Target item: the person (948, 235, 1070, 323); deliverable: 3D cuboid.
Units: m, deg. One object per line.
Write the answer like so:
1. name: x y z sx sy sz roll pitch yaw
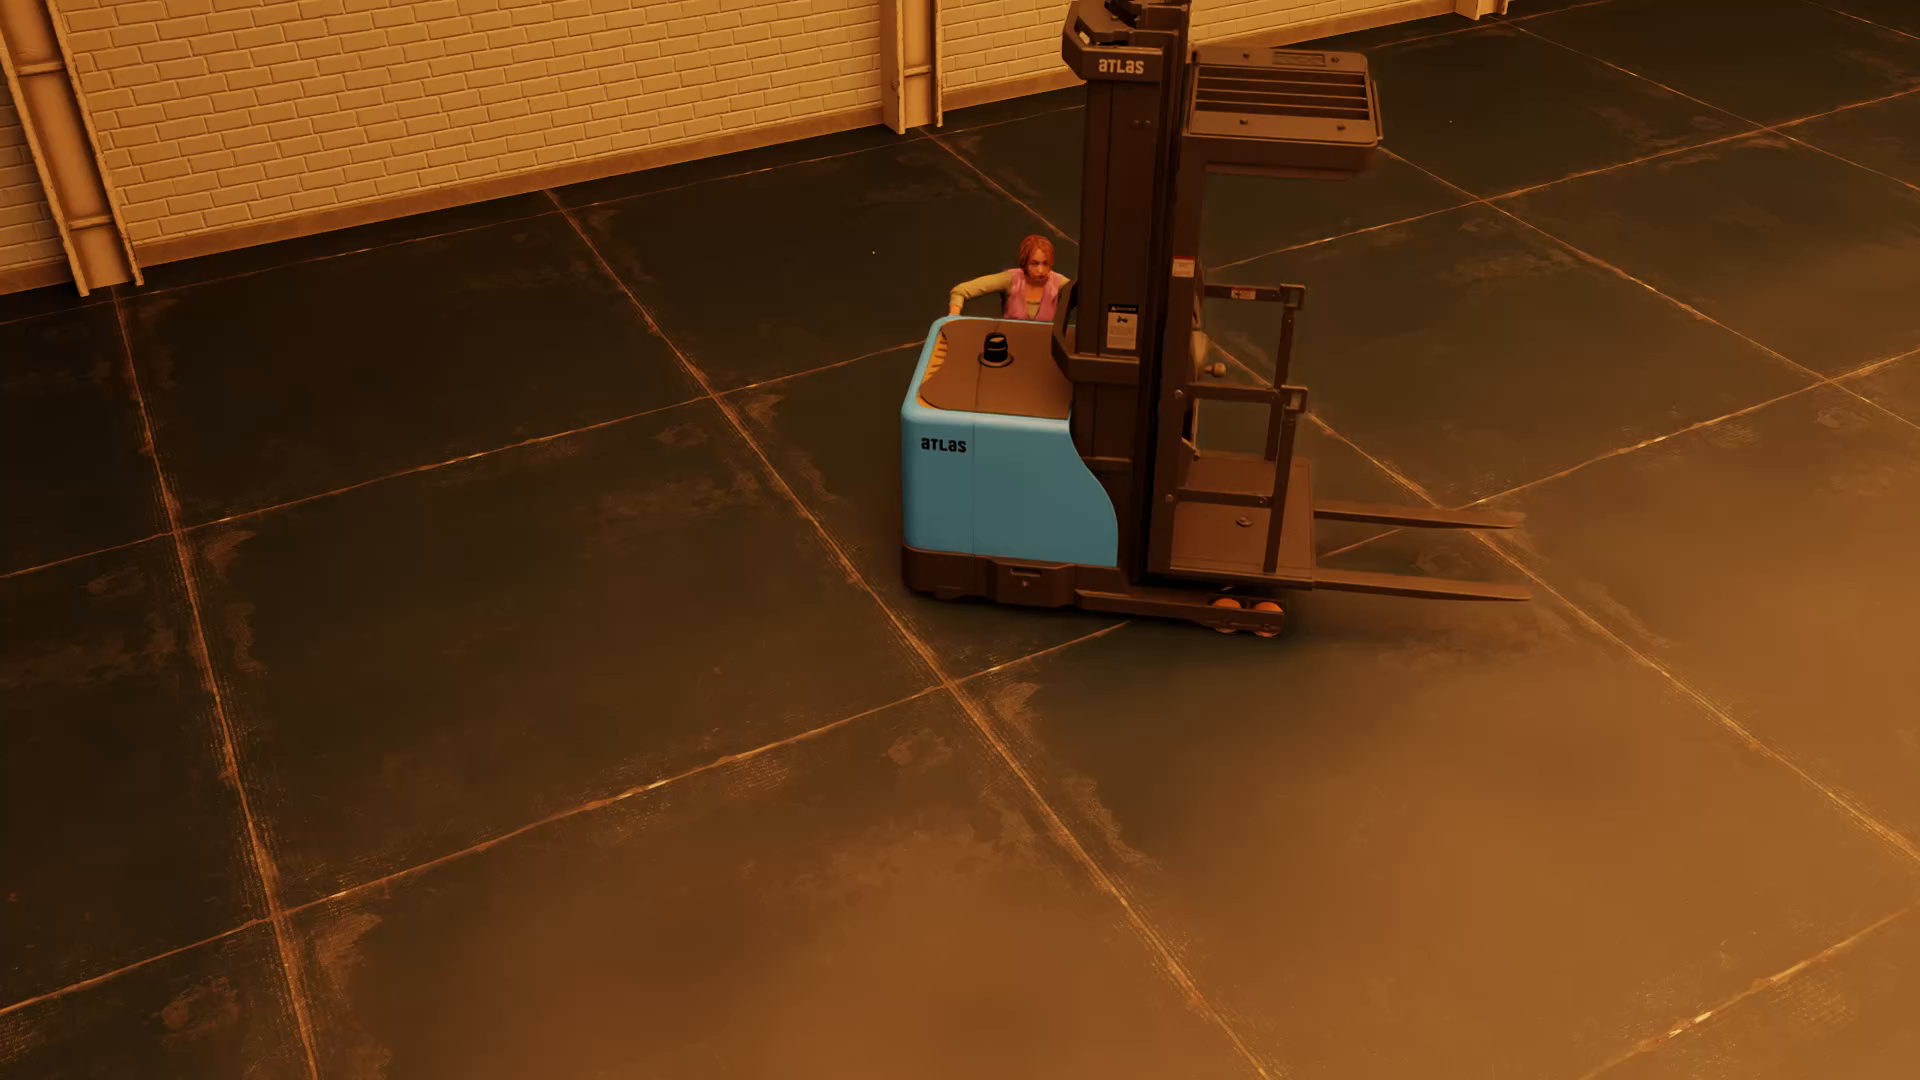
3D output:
1. person: 0.370 -0.841 8.655 0.946 1.363 0.743 -7 36 -9

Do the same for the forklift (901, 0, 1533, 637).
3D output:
1. forklift: 1.273 -1.062 7.625 3.031 2.935 1.130 5 36 7
